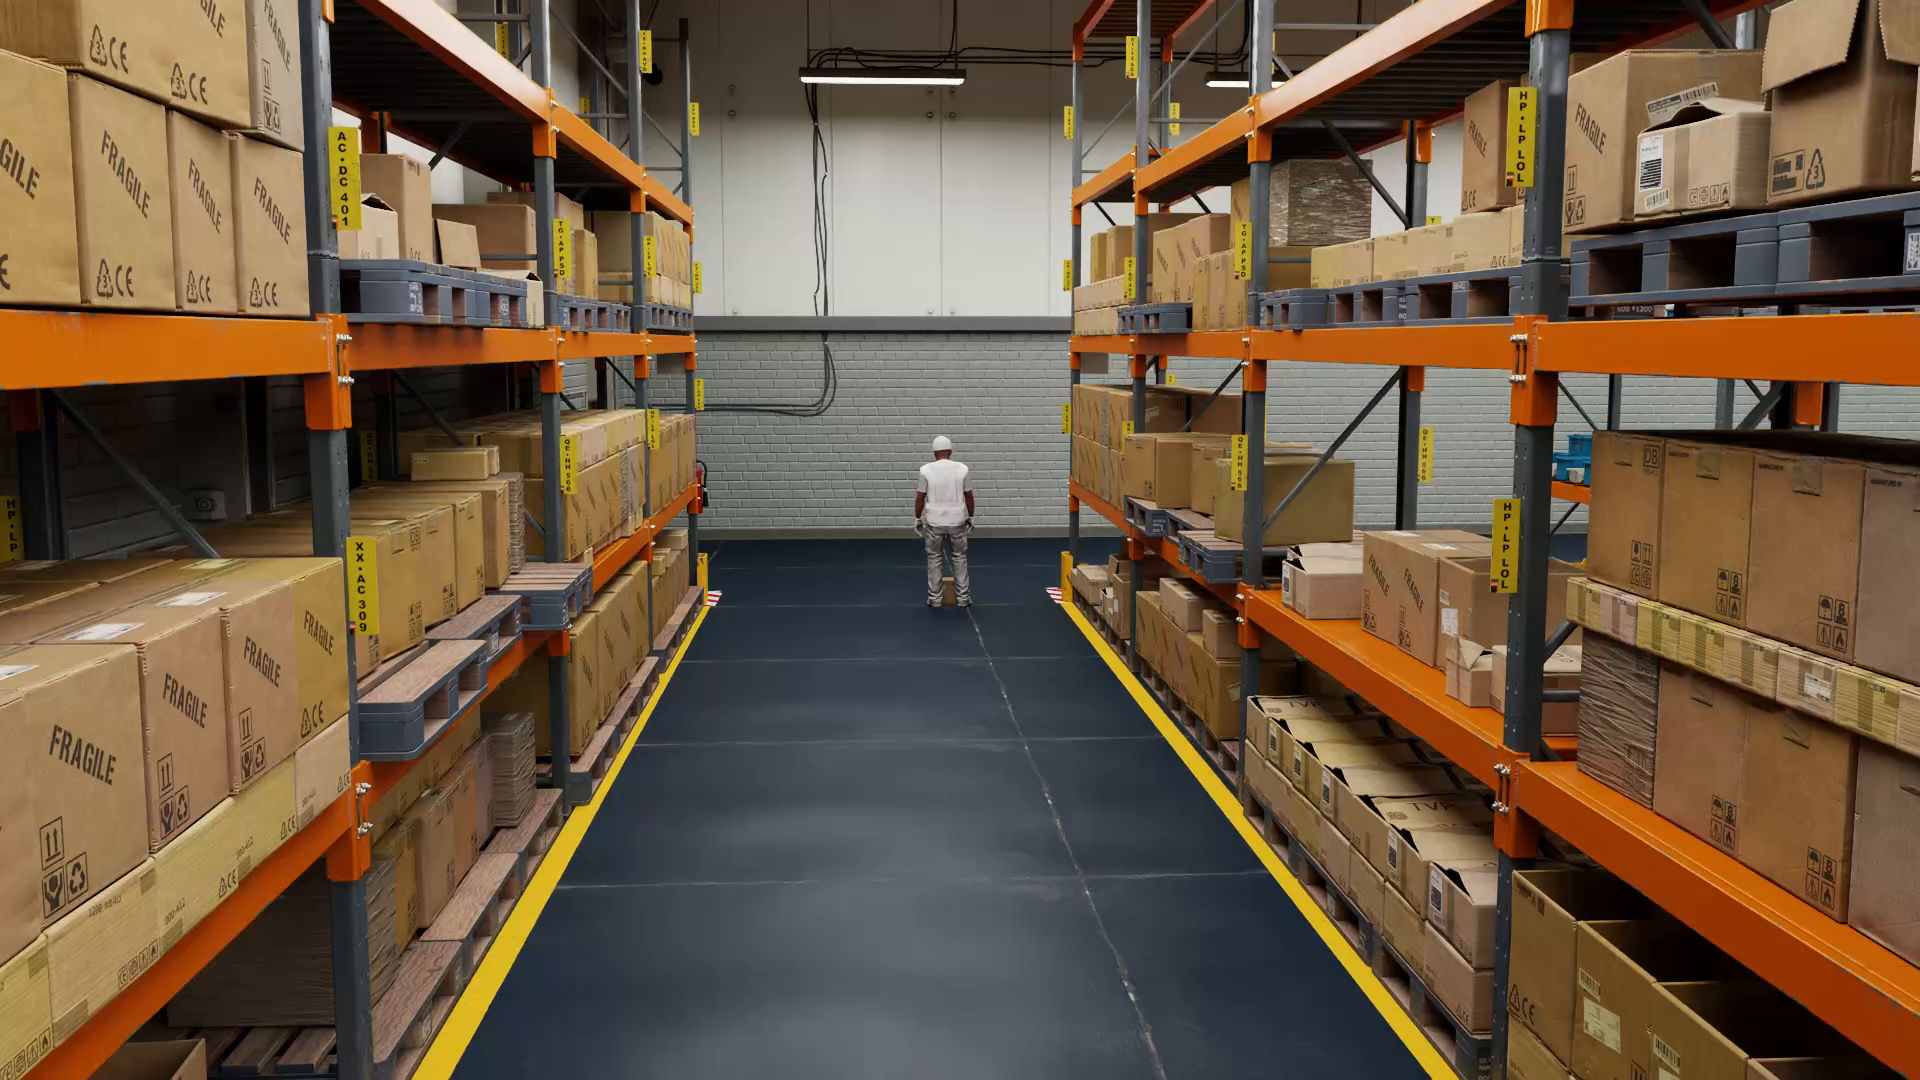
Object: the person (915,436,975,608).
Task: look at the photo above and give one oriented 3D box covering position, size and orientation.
[{"bbox_3d":[-0.157,-0.193,17.312,0.633,1.775,0.448,-1,7,-6],"label":"person"}]
